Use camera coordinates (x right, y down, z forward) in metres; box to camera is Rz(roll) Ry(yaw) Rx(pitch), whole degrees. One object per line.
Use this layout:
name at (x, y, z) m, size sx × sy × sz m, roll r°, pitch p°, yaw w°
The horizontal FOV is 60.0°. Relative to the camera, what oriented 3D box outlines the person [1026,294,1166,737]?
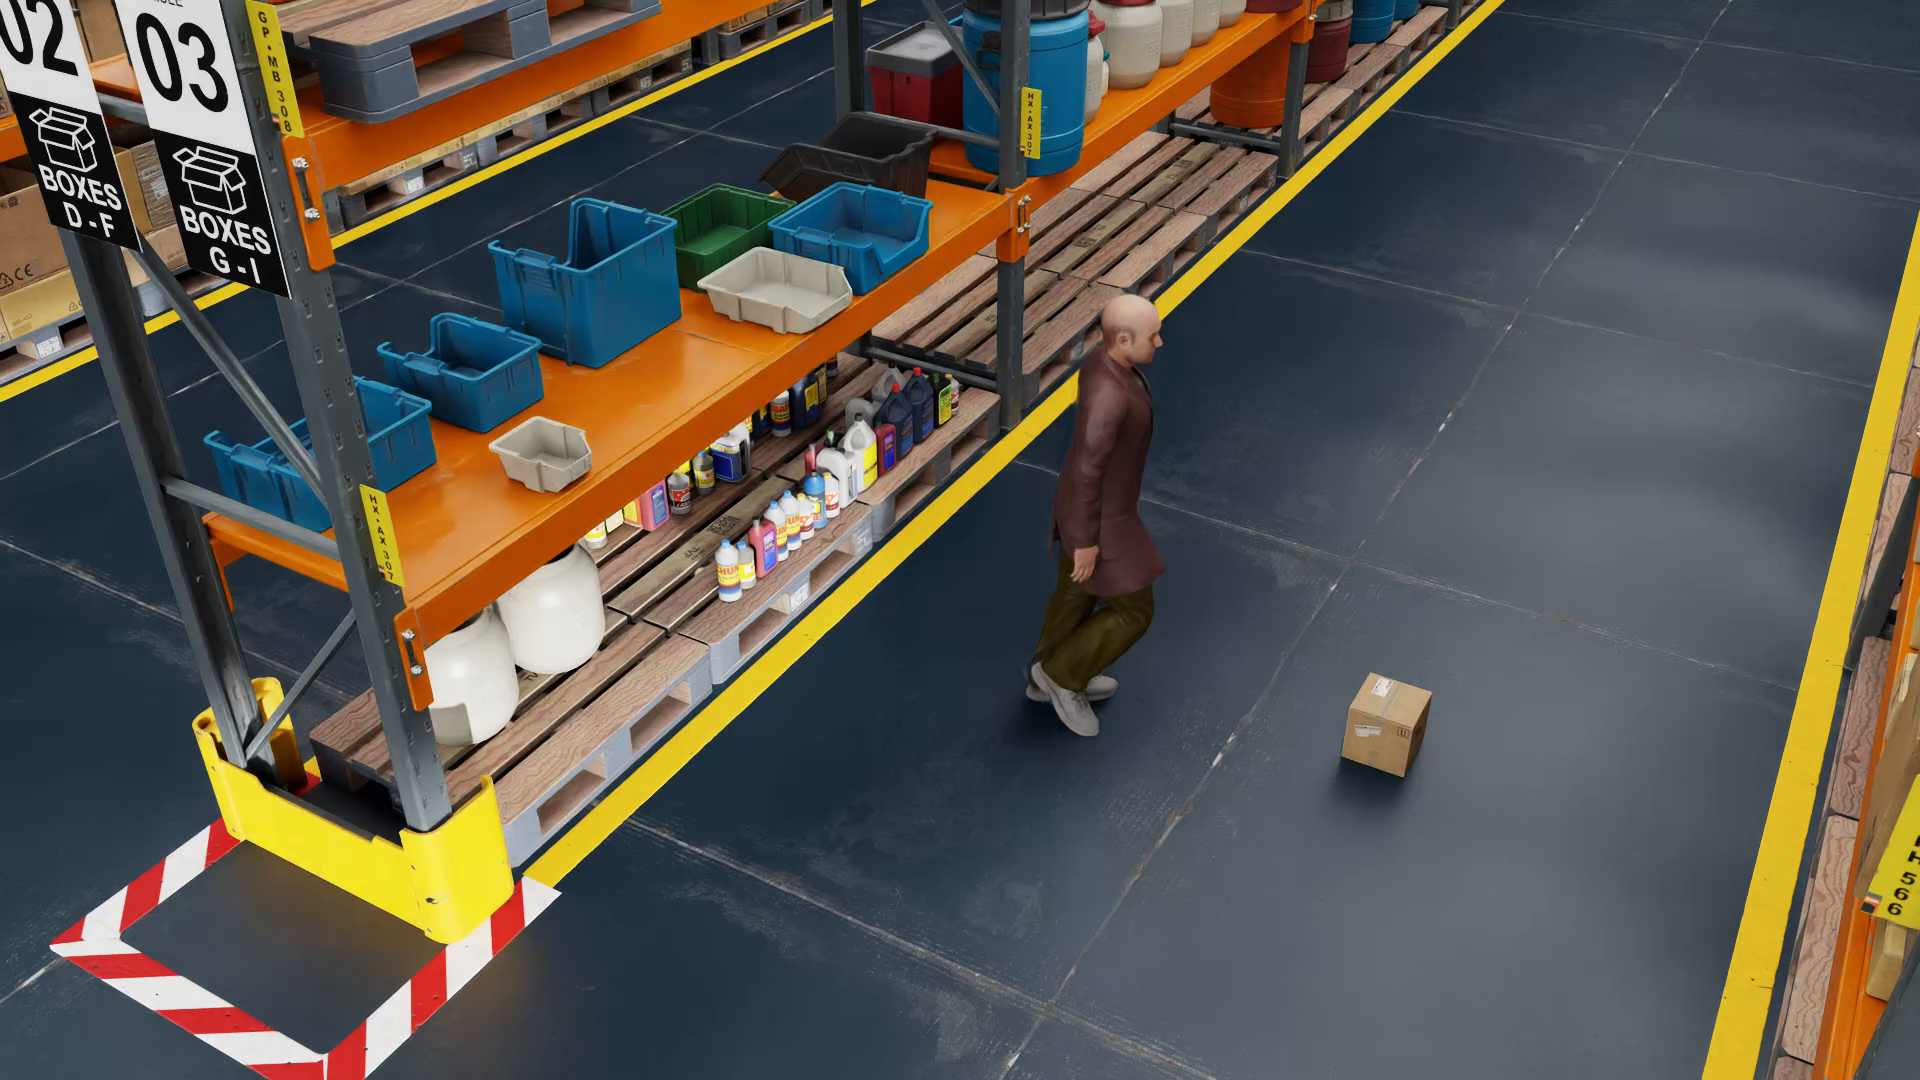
person at (0.518, -0.093, 6.259) m, size 0.503 × 1.768 × 0.606 m, roll -1°, pitch 34°, yaw -1°
